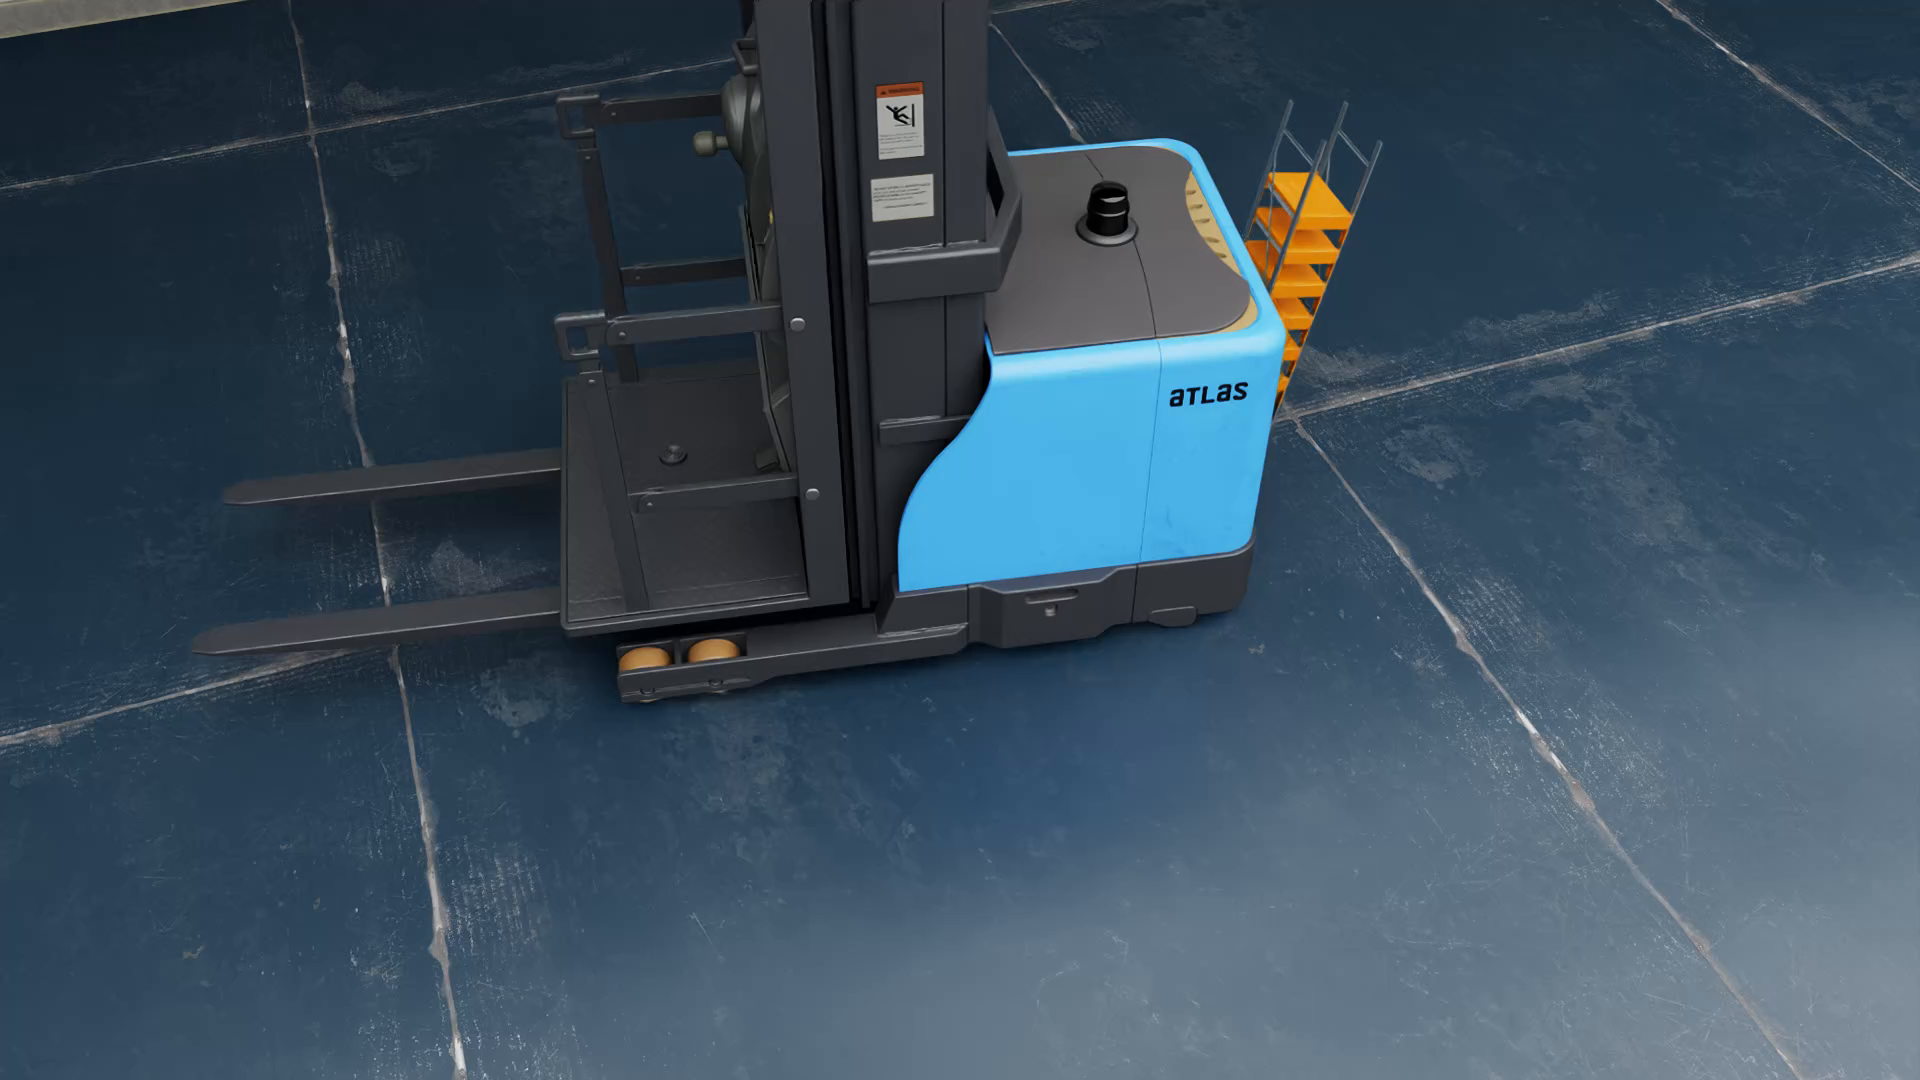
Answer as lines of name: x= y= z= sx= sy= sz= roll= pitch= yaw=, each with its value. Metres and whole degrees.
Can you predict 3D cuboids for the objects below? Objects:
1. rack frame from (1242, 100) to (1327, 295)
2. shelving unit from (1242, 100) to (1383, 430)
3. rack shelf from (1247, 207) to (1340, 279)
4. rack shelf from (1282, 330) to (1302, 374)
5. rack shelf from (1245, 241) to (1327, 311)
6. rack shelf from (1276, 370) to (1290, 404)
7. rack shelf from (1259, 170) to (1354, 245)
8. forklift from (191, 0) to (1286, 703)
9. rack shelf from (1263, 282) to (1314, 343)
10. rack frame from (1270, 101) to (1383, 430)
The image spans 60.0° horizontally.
rack frame: x=0.878 y=-0.752 z=5.117 sx=0.006 sy=1.200 sz=0.240 roll=-4 pitch=44 yaw=-19
shelving unit: x=0.964 y=-0.758 z=5.147 sx=0.189 sy=1.200 sz=0.258 roll=-4 pitch=44 yaw=-19
rack shelf: x=1.000 y=-0.901 z=5.019 sx=0.180 sy=0.103 sz=0.258 roll=-4 pitch=44 yaw=-19
rack shelf: x=0.935 y=-0.638 z=5.255 sx=0.180 sy=0.103 sz=0.258 roll=-4 pitch=44 yaw=-19
rack shelf: x=0.978 y=-0.813 z=5.098 sx=0.180 sy=0.103 sz=0.258 roll=-4 pitch=44 yaw=-19
rack shelf: x=0.913 y=-0.550 z=5.334 sx=0.180 sy=0.103 sz=0.258 roll=-4 pitch=44 yaw=-19
rack shelf: x=1.022 y=-0.989 z=4.940 sx=0.180 sy=0.103 sz=0.258 roll=-4 pitch=44 yaw=-19
forklift: x=-0.701 y=-0.974 z=4.151 sx=3.031 sy=2.935 sz=1.130 roll=-7 pitch=45 yaw=-7
rack shelf: x=0.956 y=-0.726 z=5.176 sx=0.180 sy=0.103 sz=0.258 roll=-4 pitch=44 yaw=-19
rack frame: x=1.051 y=-0.764 z=5.178 sx=0.006 sy=1.200 sz=0.240 roll=-4 pitch=44 yaw=-19
